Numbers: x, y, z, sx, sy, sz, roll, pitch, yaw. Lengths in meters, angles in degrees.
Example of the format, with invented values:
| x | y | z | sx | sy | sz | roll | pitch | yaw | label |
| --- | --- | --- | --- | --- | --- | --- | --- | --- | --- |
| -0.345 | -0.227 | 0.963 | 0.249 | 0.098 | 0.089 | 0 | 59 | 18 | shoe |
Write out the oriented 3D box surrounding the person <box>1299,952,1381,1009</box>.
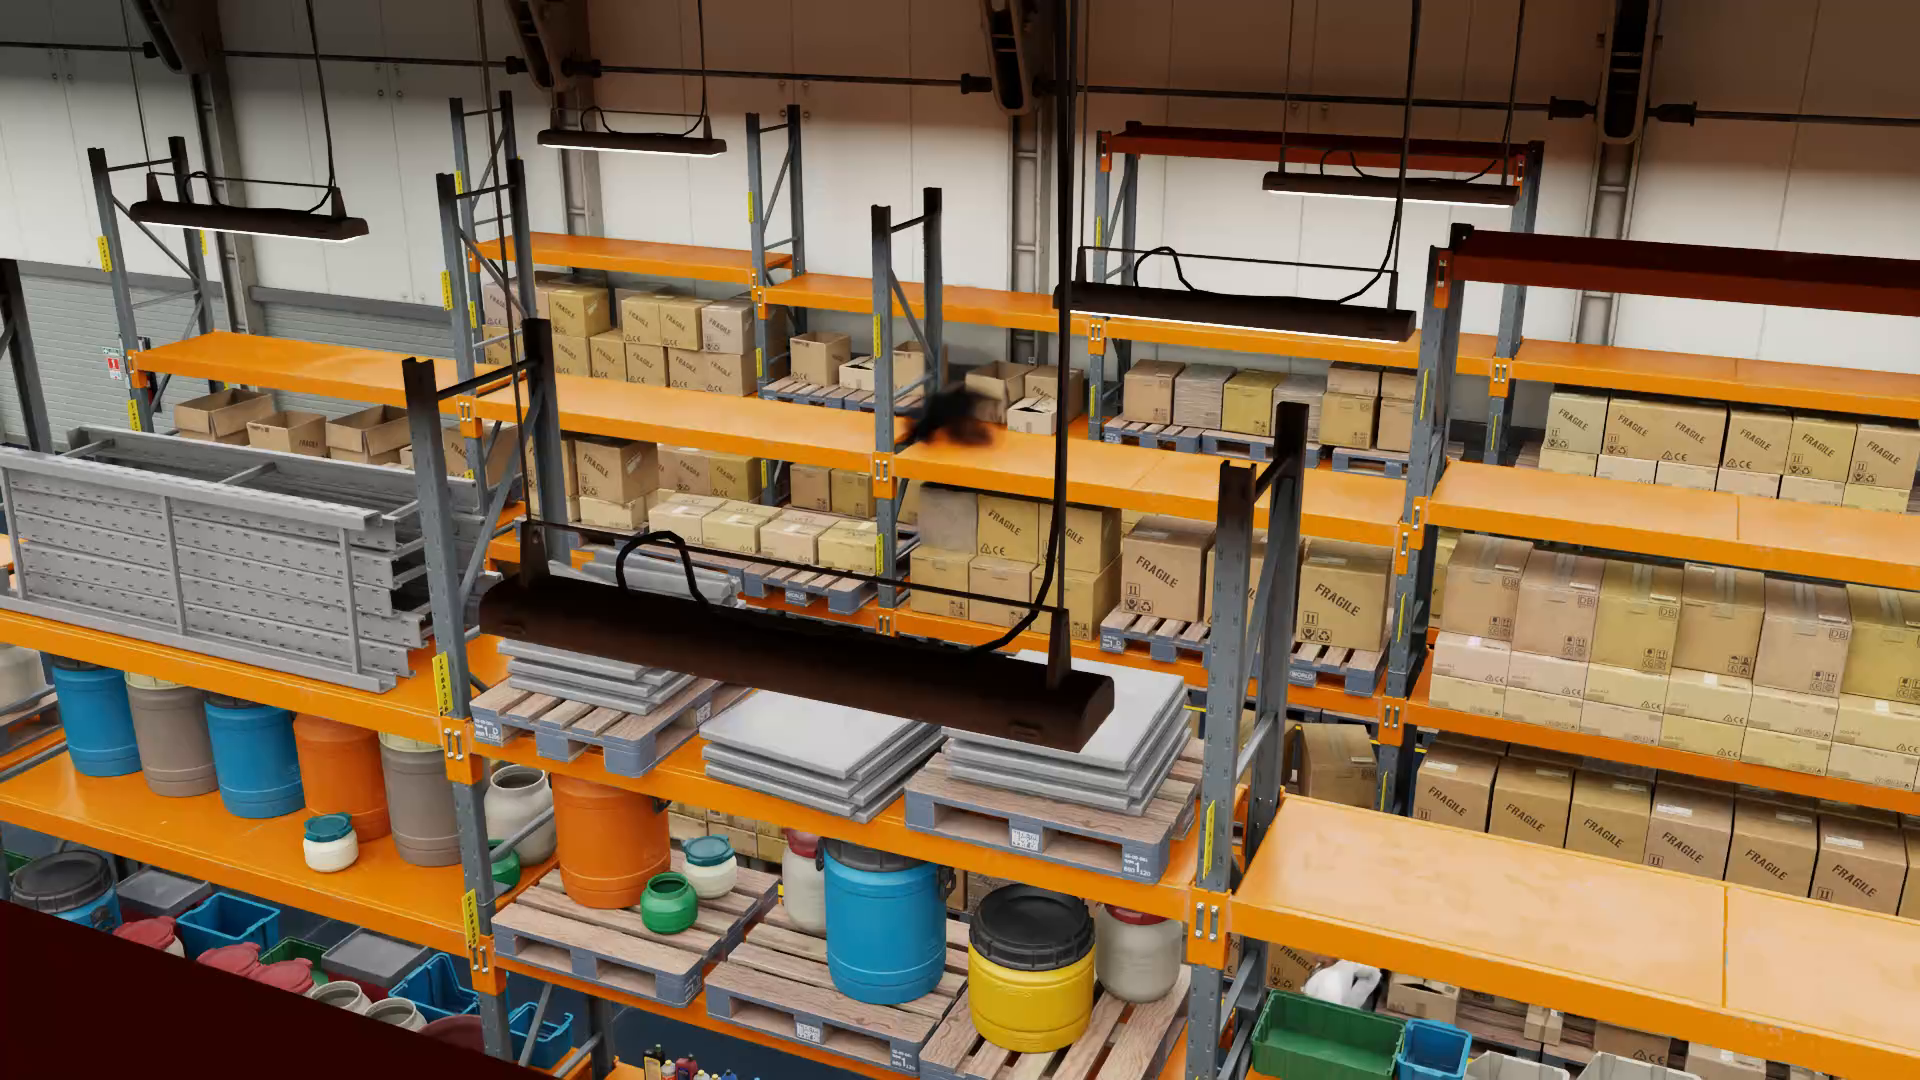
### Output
| x | y | z | sx | sy | sz | roll | pitch | yaw | label |
| --- | --- | --- | --- | --- | --- | --- | --- | --- | --- |
| 2.508 | 3.369 | 11.071 | 0.994 | 1.721 | 0.675 | 5 | 21 | 12 | person |

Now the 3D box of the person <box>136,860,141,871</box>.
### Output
| x | y | z | sx | sy | sz | roll | pitch | yaw | label |
| --- | --- | --- | --- | --- | --- | --- | --- | --- | --- |
| -6.917 | 2.296 | 14.077 | 0.967 | 1.772 | 0.683 | 1 | 21 | 3 | person |
